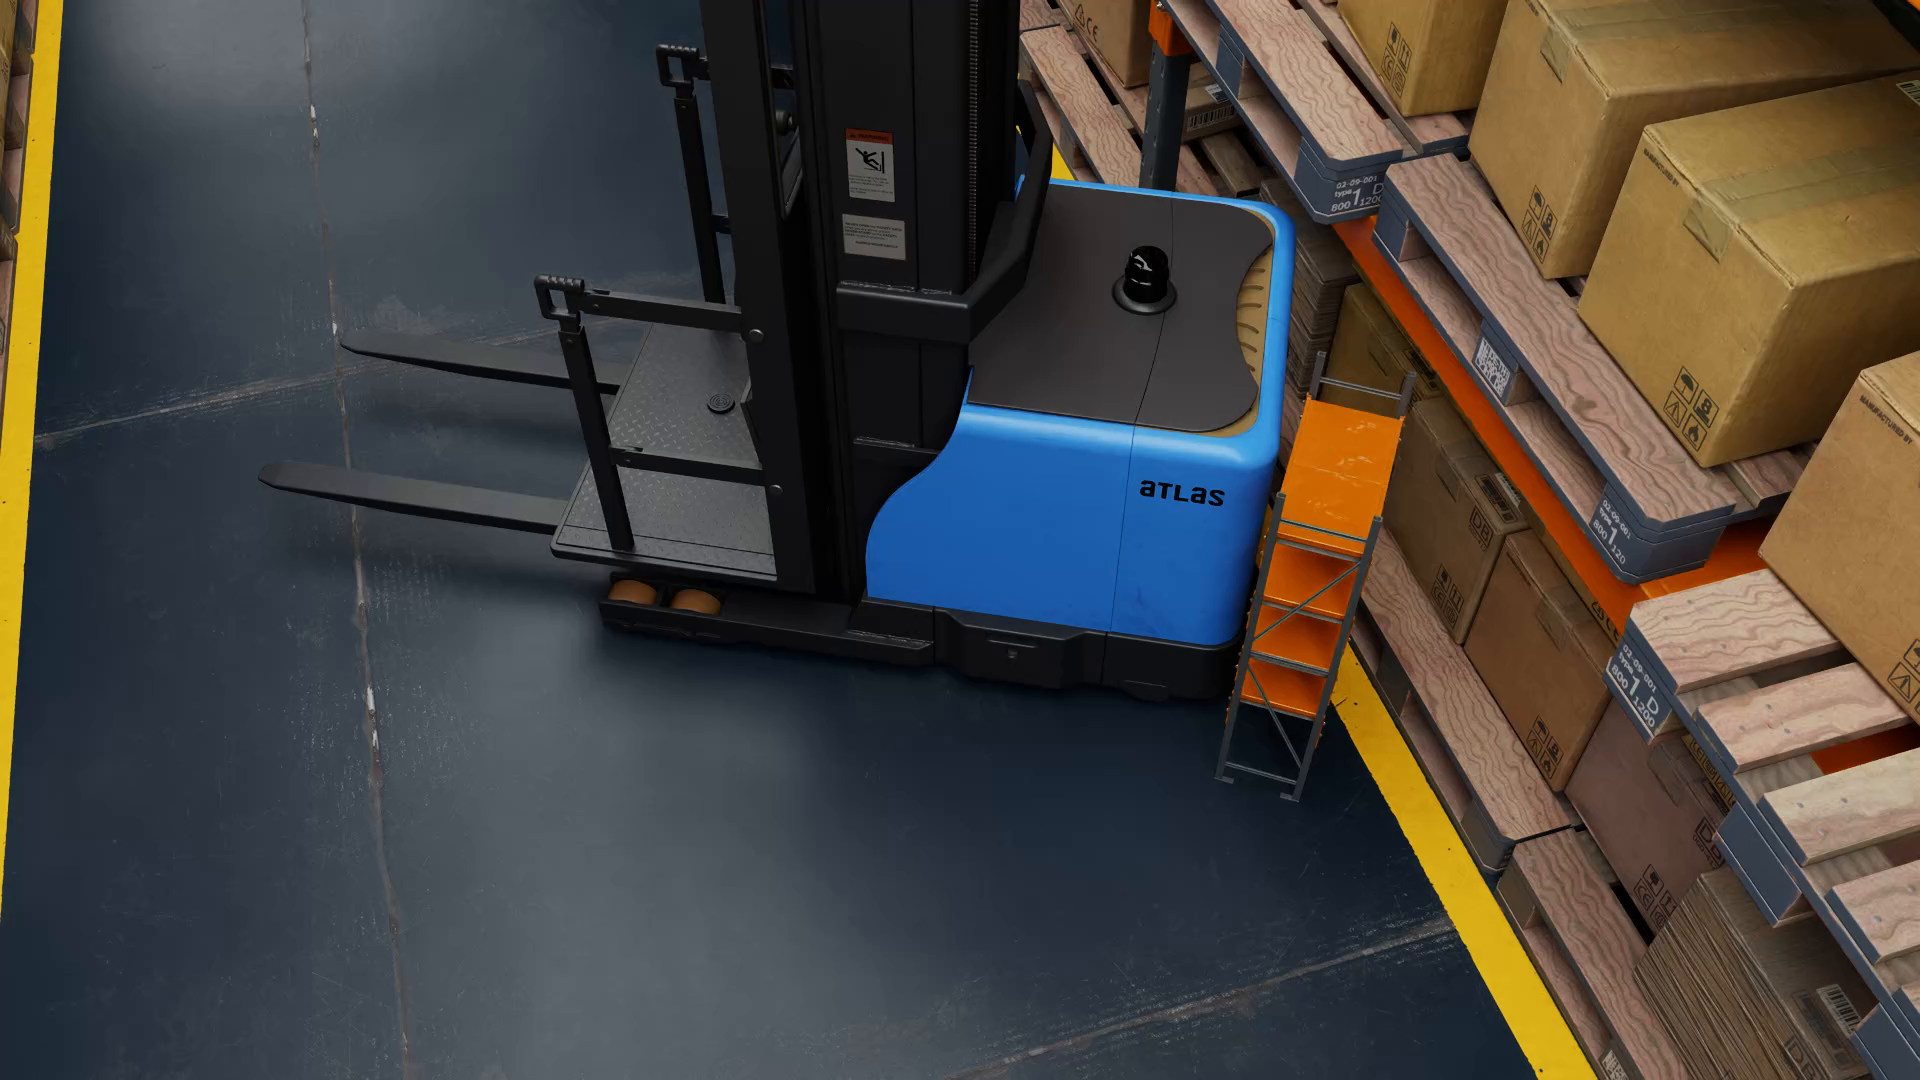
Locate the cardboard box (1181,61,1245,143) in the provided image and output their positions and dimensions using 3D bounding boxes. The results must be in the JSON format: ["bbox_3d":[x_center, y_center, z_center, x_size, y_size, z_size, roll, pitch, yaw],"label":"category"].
[{"bbox_3d":[0.936,-1.678,6.268,0.380,0.166,0.250,-19,53,-16],"label":"cardboard box"}]

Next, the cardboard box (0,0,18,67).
[{"bbox_3d":[-4.042,-2.061,6.549,0.500,0.250,0.500,-13,51,-11],"label":"cardboard box"}]

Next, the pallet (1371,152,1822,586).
[{"bbox_3d":[1.681,-0.518,3.850,1.003,0.211,1.213,-13,51,-11],"label":"pallet"}]

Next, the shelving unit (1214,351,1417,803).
[{"bbox_3d":[0.910,0.135,4.352,0.258,1.200,0.503,15,51,12],"label":"shelving unit"}]

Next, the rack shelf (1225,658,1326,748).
[{"bbox_3d":[0.910,0.306,4.555,0.258,0.148,0.480,15,51,12],"label":"rack shelf"}]

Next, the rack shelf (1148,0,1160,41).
[{"bbox_3d":[0.531,-3.294,6.535,1.077,0.370,4.000,-13,51,-11],"label":"rack shelf"}]

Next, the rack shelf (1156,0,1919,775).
[{"bbox_3d":[1.714,-0.372,4.073,1.077,0.370,4.000,-13,51,-11],"label":"rack shelf"}]

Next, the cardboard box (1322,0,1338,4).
[{"bbox_3d":[1.240,-1.860,4.503,0.700,0.500,0.500,-13,51,-11],"label":"cardboard box"}]

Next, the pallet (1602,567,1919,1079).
[{"bbox_3d":[1.993,0.422,3.058,1.213,0.211,1.003,-13,51,-11],"label":"pallet"}]

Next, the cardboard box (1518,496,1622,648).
[{"bbox_3d":[1.777,-0.040,4.179,0.500,0.250,0.500,-14,51,-11],"label":"cardboard box"}]

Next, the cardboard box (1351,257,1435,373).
[{"bbox_3d":[1.490,-0.788,4.809,0.500,0.250,0.500,-14,51,-12],"label":"cardboard box"}]

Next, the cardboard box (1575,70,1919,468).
[{"bbox_3d":[1.767,-0.564,3.410,0.700,0.500,0.500,-13,51,-11],"label":"cardboard box"}]

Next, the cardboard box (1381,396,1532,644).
[{"bbox_3d":[1.669,-0.119,4.736,0.700,0.500,0.500,-13,51,-11],"label":"cardboard box"}]

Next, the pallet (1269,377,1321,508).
[{"bbox_3d":[1.354,-0.598,5.616,1.003,0.211,1.213,-13,51,-11],"label":"pallet"}]

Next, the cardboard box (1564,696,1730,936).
[{"bbox_3d":[2.001,0.604,4.126,0.700,0.500,0.500,-13,51,-11],"label":"cardboard box"}]

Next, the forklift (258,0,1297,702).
[{"bbox_3d":[-0.615,-1.031,4.202,3.031,2.935,1.130,8,50,7],"label":"forklift"}]

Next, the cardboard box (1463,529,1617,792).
[{"bbox_3d":[1.827,0.247,4.427,0.700,0.500,0.500,-14,51,-11],"label":"cardboard box"}]

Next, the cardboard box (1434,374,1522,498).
[{"bbox_3d":[1.647,-0.409,4.490,0.500,0.250,0.500,-15,51,-12],"label":"cardboard box"}]

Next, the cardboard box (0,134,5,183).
[{"bbox_3d":[-3.742,-1.331,5.934,0.500,0.250,0.500,-13,51,-11],"label":"cardboard box"}]

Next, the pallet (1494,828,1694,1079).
[{"bbox_3d":[2.076,1.184,4.114,1.003,0.211,1.213,-13,51,-11],"label":"pallet"}]

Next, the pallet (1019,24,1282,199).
[{"bbox_3d":[0.890,-1.649,6.502,1.003,0.211,1.213,-13,51,-11],"label":"pallet"}]

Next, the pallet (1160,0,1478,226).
[{"bbox_3d":[1.210,-1.412,4.604,1.003,0.211,1.213,-13,51,-11],"label":"pallet"}]

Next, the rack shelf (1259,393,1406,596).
[{"bbox_3d":[0.910,-0.118,4.051,0.258,0.148,0.480,15,51,12],"label":"rack shelf"}]

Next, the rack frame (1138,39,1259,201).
[{"bbox_3d":[1.123,-2.065,5.029,1.000,3.000,0.127,-13,51,-11],"label":"rack frame"}]

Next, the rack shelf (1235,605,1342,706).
[{"bbox_3d":[0.910,0.178,4.403,0.258,0.148,0.480,15,51,12],"label":"rack shelf"}]

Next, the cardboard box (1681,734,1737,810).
[{"bbox_3d":[1.934,0.334,3.863,0.500,0.250,0.500,-12,51,-10],"label":"cardboard box"}]

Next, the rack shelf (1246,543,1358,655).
[{"bbox_3d":[0.910,0.034,4.232,0.258,0.148,0.480,15,51,12],"label":"rack shelf"}]

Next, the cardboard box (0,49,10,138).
[{"bbox_3d":[-3.895,-1.695,6.241,0.500,0.250,0.500,-13,51,-11],"label":"cardboard box"}]

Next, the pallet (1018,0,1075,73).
[{"bbox_3d":[0.526,-2.541,7.254,1.003,0.211,1.213,-13,51,-11],"label":"pallet"}]

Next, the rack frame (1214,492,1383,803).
[{"bbox_3d":[0.832,0.311,4.203,0.240,1.200,0.015,15,51,12],"label":"rack frame"}]

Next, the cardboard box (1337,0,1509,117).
[{"bbox_3d":[1.399,-1.450,4.157,0.700,0.500,0.500,-9,50,-7],"label":"cardboard box"}]

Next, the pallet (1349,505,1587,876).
[{"bbox_3d":[1.719,0.295,4.863,1.003,0.211,1.213,-13,51,-11],"label":"pallet"}]

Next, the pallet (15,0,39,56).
[{"bbox_3d":[-4.525,-2.416,7.148,1.003,0.211,1.213,-13,51,-11],"label":"pallet"}]

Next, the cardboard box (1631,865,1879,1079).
[{"bbox_3d":[2.043,1.006,3.787,0.700,0.500,0.500,-13,51,-10],"label":"cardboard box"}]

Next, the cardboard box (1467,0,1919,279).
[{"bbox_3d":[1.623,-0.976,3.758,0.700,0.500,0.500,-7,50,-6],"label":"cardboard box"}]

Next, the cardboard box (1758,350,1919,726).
[{"bbox_3d":[1.966,-0.061,2.986,0.700,0.500,0.500,-18,52,-14],"label":"cardboard box"}]

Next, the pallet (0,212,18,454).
[{"bbox_3d":[-3.804,-0.634,5.646,1.003,0.211,1.213,-13,51,-11],"label":"pallet"}]

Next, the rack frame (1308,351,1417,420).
[{"bbox_3d":[0.989,-0.042,4.500,0.240,1.200,0.015,15,51,12],"label":"rack frame"}]

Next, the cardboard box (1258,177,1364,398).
[{"bbox_3d":[1.356,-0.867,5.366,0.700,0.500,0.500,-12,51,-10],"label":"cardboard box"}]

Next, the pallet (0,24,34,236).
[{"bbox_3d":[-4.168,-1.526,6.399,1.003,0.211,1.213,-13,51,-11],"label":"pallet"}]

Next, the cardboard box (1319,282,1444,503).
[{"bbox_3d":[1.557,-0.501,5.058,0.700,0.500,0.500,-14,51,-12],"label":"cardboard box"}]

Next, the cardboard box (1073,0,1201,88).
[{"bbox_3d":[0.777,-2.150,6.448,0.500,0.500,0.500,-17,52,-14],"label":"cardboard box"}]
